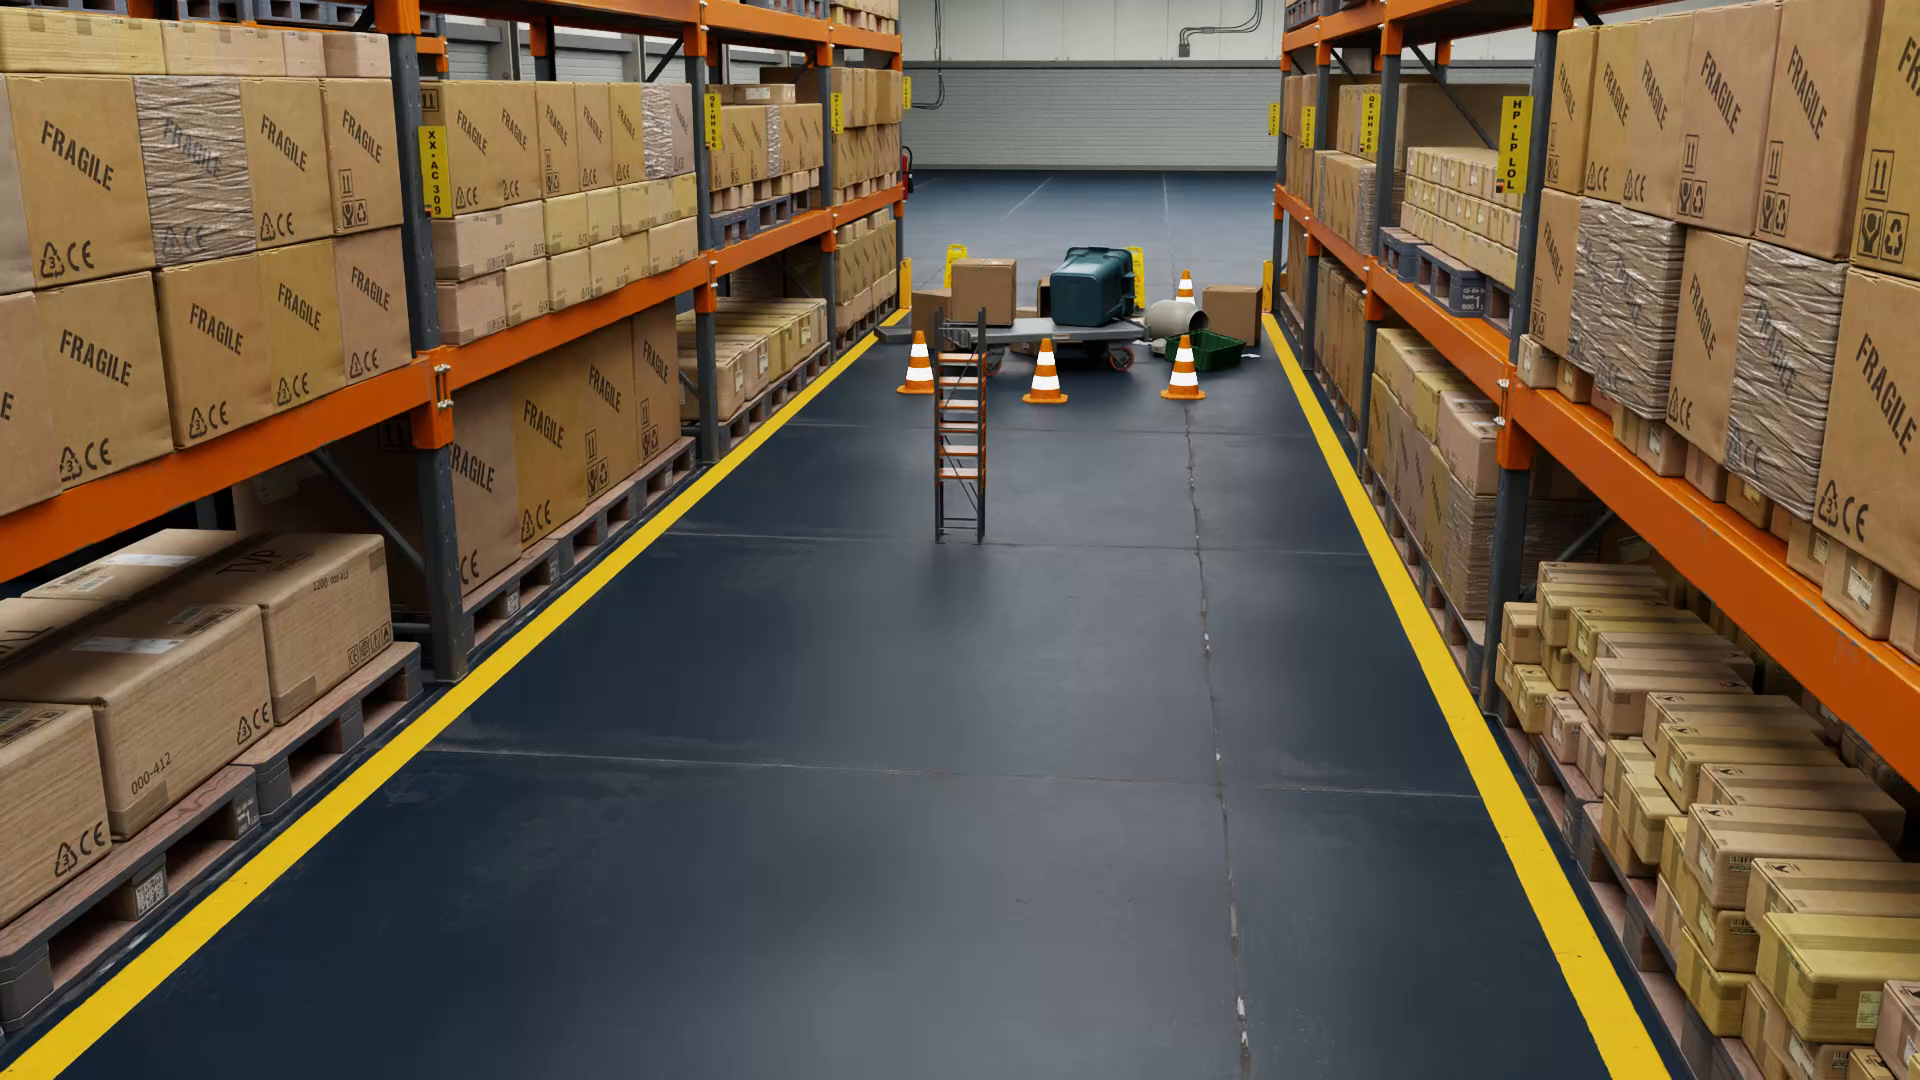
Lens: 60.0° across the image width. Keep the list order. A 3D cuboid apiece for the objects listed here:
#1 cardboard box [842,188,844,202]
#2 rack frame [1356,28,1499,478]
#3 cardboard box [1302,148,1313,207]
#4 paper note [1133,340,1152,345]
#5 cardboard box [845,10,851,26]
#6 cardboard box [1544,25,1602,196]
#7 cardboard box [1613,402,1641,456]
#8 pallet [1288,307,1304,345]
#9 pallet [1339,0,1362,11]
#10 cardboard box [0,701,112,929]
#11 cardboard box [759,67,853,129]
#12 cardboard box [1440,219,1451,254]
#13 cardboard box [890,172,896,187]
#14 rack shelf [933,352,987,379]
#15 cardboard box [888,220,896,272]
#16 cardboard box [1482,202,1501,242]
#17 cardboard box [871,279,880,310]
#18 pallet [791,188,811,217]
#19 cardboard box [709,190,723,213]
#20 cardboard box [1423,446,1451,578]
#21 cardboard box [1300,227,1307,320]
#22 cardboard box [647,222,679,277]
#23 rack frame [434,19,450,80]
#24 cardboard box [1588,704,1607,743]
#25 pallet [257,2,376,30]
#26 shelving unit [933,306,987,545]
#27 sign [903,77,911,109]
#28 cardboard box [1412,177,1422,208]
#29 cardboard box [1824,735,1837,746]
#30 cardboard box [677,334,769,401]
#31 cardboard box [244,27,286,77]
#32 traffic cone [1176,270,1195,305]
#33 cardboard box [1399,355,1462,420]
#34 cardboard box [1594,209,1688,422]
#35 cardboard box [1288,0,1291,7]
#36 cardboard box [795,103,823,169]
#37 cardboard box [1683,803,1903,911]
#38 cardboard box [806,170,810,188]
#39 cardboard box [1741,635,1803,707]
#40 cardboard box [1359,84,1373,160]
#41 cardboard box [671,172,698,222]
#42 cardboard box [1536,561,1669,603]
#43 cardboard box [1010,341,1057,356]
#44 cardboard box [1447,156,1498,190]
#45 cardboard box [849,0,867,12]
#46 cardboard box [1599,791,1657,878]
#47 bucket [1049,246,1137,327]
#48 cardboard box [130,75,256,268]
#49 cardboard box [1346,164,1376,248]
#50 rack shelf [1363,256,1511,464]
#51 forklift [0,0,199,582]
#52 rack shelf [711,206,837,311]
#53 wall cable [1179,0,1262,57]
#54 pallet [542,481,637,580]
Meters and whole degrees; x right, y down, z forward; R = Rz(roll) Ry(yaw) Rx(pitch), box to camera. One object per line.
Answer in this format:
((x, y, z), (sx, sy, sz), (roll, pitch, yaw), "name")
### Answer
((-1.236, -3.067, 14.739), (0.380, 0.149, 0.250), (2, 15, 6), "cardboard box")
((2.911, -1.822, 9.654), (1.000, 3.000, 0.127), (2, 15, 6), "rack frame")
((3.432, -3.171, 14.356), (0.875, 0.550, 0.550), (2, 15, 6), "cardboard box")
((1.698, -1.829, 15.381), (0.172, 0.023, 0.155), (7, 17, 25), "paper note")
((-1.176, -4.646, 14.832), (0.380, 0.149, 0.250), (1, 15, 5), "cardboard box")
((2.167, -1.349, 5.229), (0.500, 0.500, 0.500), (2, 15, 8), "cardboard box")
((2.040, -0.326, 4.602), (0.380, 0.149, 0.250), (2, 15, 7), "cardboard box")
((3.661, -2.026, 15.749), (1.003, 0.211, 1.213), (2, 15, 6), "pallet")
((3.054, -3.638, 10.984), (1.003, 0.211, 1.213), (2, 15, 9), "pallet")
((-2.851, 0.756, 4.225), (0.875, 0.438, 0.875), (2, 15, 8), "cardboard box")
((-1.302, -3.761, 14.149), (0.700, 0.500, 0.500), (2, 15, 6), "cardboard box")
((2.513, -1.450, 7.953), (0.380, 0.149, 0.250), (2, 15, 7), "cardboard box")
((-0.864, -3.723, 17.165), (0.380, 0.149, 0.250), (2, 15, 6), "cardboard box")
((0.002, -0.888, 8.437), (0.258, 0.103, 0.180), (2, 15, 6), "rack shelf")
((-0.947, -3.039, 17.179), (0.500, 0.500, 0.500), (2, 15, 7), "cardboard box")
((2.394, -1.322, 6.913), (0.380, 0.149, 0.250), (1, 15, 4), "cardboard box")
((-1.060, -2.404, 16.271), (0.500, 0.250, 0.500), (1, 15, 4), "cardboard box")
((-1.798, -2.693, 13.241), (1.003, 0.211, 1.213), (2, 15, 6), "pallet")
((-1.732, -2.174, 10.633), (0.380, 0.149, 0.250), (1, 15, 3), "cardboard box")
((2.351, -0.113, 7.318), (0.500, 0.500, 0.500), (1, 15, 5), "cardboard box")
((3.601, -2.432, 15.174), (0.875, 0.875, 0.875), (2, 15, 7), "cardboard box")
((-1.860, -1.598, 9.111), (0.500, 0.250, 0.500), (2, 15, 7), "cardboard box")
((-6.048, -4.162, 18.307), (1.000, 3.000, 0.127), (2, 15, 6), "rack frame")
((2.137, 0.532, 5.034), (0.380, 0.149, 0.250), (1, 15, 3), "cardboard box")
((-6.289, -5.067, 16.078), (1.003, 0.211, 1.213), (2, 15, 6), "pallet")
((0.002, -0.583, 8.519), (0.258, 1.200, 0.189), (2, 15, 6), "shelving unit")
((-0.567, -4.707, 17.498), (0.100, 0.325, 0.005), (2, 15, 6), "sign")
((2.629, -1.857, 8.891), (0.380, 0.149, 0.250), (2, 15, 9), "cardboard box")
((2.574, 0.606, 4.763), (0.380, 0.149, 0.250), (2, 15, 8), "cardboard box")
((-1.870, -1.214, 11.634), (0.950, 0.372, 0.625), (1, 15, 5), "cardboard box")
((-2.364, -1.530, 5.222), (0.380, 0.149, 0.250), (2, 15, 6), "cardboard box")
((2.343, -2.576, 17.304), (0.336, 0.463, 0.334), (2, 15, 6), "traffic cone")
((2.467, -0.749, 8.233), (0.500, 0.250, 0.500), (2, 15, 7), "cardboard box")
((2.012, -0.597, 4.363), (0.500, 0.500, 0.500), (1, 15, 5), "cardboard box")
((3.429, -5.329, 16.362), (0.380, 0.149, 0.250), (2, 15, 7), "cardboard box")
((-1.391, -3.247, 13.358), (0.500, 0.500, 0.500), (1, 15, 5), "cardboard box")
((1.872, 0.723, 3.758), (0.380, 0.149, 0.250), (2, 15, 8), "cardboard box")
((-1.398, -2.851, 13.136), (0.380, 0.149, 0.250), (1, 15, 5), "cardboard box")
((2.561, 0.399, 4.958), (0.380, 0.149, 0.250), (2, 15, 8), "cardboard box")
((3.141, -2.866, 11.408), (0.700, 0.500, 0.500), (2, 15, 6), "cardboard box")
((-1.821, -1.978, 9.558), (0.500, 0.250, 0.500), (2, 15, 6), "cardboard box")
((2.215, 0.185, 5.749), (0.380, 0.149, 0.250), (2, 15, 9), "cardboard box")
((0.657, -1.807, 14.838), (0.258, 0.266, 0.396), (-10, 18, -32), "cardboard box")
((2.520, -1.736, 7.871), (0.380, 0.149, 0.250), (2, 15, 8), "cardboard box")
((-1.127, -4.868, 14.889), (0.500, 0.250, 0.500), (2, 15, 7), "cardboard box")
((1.993, 0.811, 4.572), (0.380, 0.149, 0.250), (1, 15, 5), "cardboard box")
((1.087, -2.116, 14.101), (0.726, 0.611, 0.620), (7, 27, 25), "bucket")
((-2.362, -1.041, 4.658), (0.500, 0.500, 0.500), (2, 15, 7), "cardboard box")
((2.753, -2.124, 10.581), (0.500, 0.500, 0.500), (2, 15, 6), "cardboard box")
((2.686, -0.956, 7.830), (1.077, 0.370, 4.000), (2, 15, 6), "rack shelf")
((-5.363, -1.400, 8.223), (3.031, 2.935, 1.130), (4, 16, 14), "forklift")
((-1.793, -2.113, 12.109), (1.077, 0.370, 4.000), (2, 15, 6), "rack shelf")
((7.440, -16.768, 46.918), (2.305, 6.003, 0.169), (2, 15, 6), "wall cable")
((-2.323, -0.078, 8.545), (1.003, 0.211, 1.213), (2, 15, 6), "pallet")
